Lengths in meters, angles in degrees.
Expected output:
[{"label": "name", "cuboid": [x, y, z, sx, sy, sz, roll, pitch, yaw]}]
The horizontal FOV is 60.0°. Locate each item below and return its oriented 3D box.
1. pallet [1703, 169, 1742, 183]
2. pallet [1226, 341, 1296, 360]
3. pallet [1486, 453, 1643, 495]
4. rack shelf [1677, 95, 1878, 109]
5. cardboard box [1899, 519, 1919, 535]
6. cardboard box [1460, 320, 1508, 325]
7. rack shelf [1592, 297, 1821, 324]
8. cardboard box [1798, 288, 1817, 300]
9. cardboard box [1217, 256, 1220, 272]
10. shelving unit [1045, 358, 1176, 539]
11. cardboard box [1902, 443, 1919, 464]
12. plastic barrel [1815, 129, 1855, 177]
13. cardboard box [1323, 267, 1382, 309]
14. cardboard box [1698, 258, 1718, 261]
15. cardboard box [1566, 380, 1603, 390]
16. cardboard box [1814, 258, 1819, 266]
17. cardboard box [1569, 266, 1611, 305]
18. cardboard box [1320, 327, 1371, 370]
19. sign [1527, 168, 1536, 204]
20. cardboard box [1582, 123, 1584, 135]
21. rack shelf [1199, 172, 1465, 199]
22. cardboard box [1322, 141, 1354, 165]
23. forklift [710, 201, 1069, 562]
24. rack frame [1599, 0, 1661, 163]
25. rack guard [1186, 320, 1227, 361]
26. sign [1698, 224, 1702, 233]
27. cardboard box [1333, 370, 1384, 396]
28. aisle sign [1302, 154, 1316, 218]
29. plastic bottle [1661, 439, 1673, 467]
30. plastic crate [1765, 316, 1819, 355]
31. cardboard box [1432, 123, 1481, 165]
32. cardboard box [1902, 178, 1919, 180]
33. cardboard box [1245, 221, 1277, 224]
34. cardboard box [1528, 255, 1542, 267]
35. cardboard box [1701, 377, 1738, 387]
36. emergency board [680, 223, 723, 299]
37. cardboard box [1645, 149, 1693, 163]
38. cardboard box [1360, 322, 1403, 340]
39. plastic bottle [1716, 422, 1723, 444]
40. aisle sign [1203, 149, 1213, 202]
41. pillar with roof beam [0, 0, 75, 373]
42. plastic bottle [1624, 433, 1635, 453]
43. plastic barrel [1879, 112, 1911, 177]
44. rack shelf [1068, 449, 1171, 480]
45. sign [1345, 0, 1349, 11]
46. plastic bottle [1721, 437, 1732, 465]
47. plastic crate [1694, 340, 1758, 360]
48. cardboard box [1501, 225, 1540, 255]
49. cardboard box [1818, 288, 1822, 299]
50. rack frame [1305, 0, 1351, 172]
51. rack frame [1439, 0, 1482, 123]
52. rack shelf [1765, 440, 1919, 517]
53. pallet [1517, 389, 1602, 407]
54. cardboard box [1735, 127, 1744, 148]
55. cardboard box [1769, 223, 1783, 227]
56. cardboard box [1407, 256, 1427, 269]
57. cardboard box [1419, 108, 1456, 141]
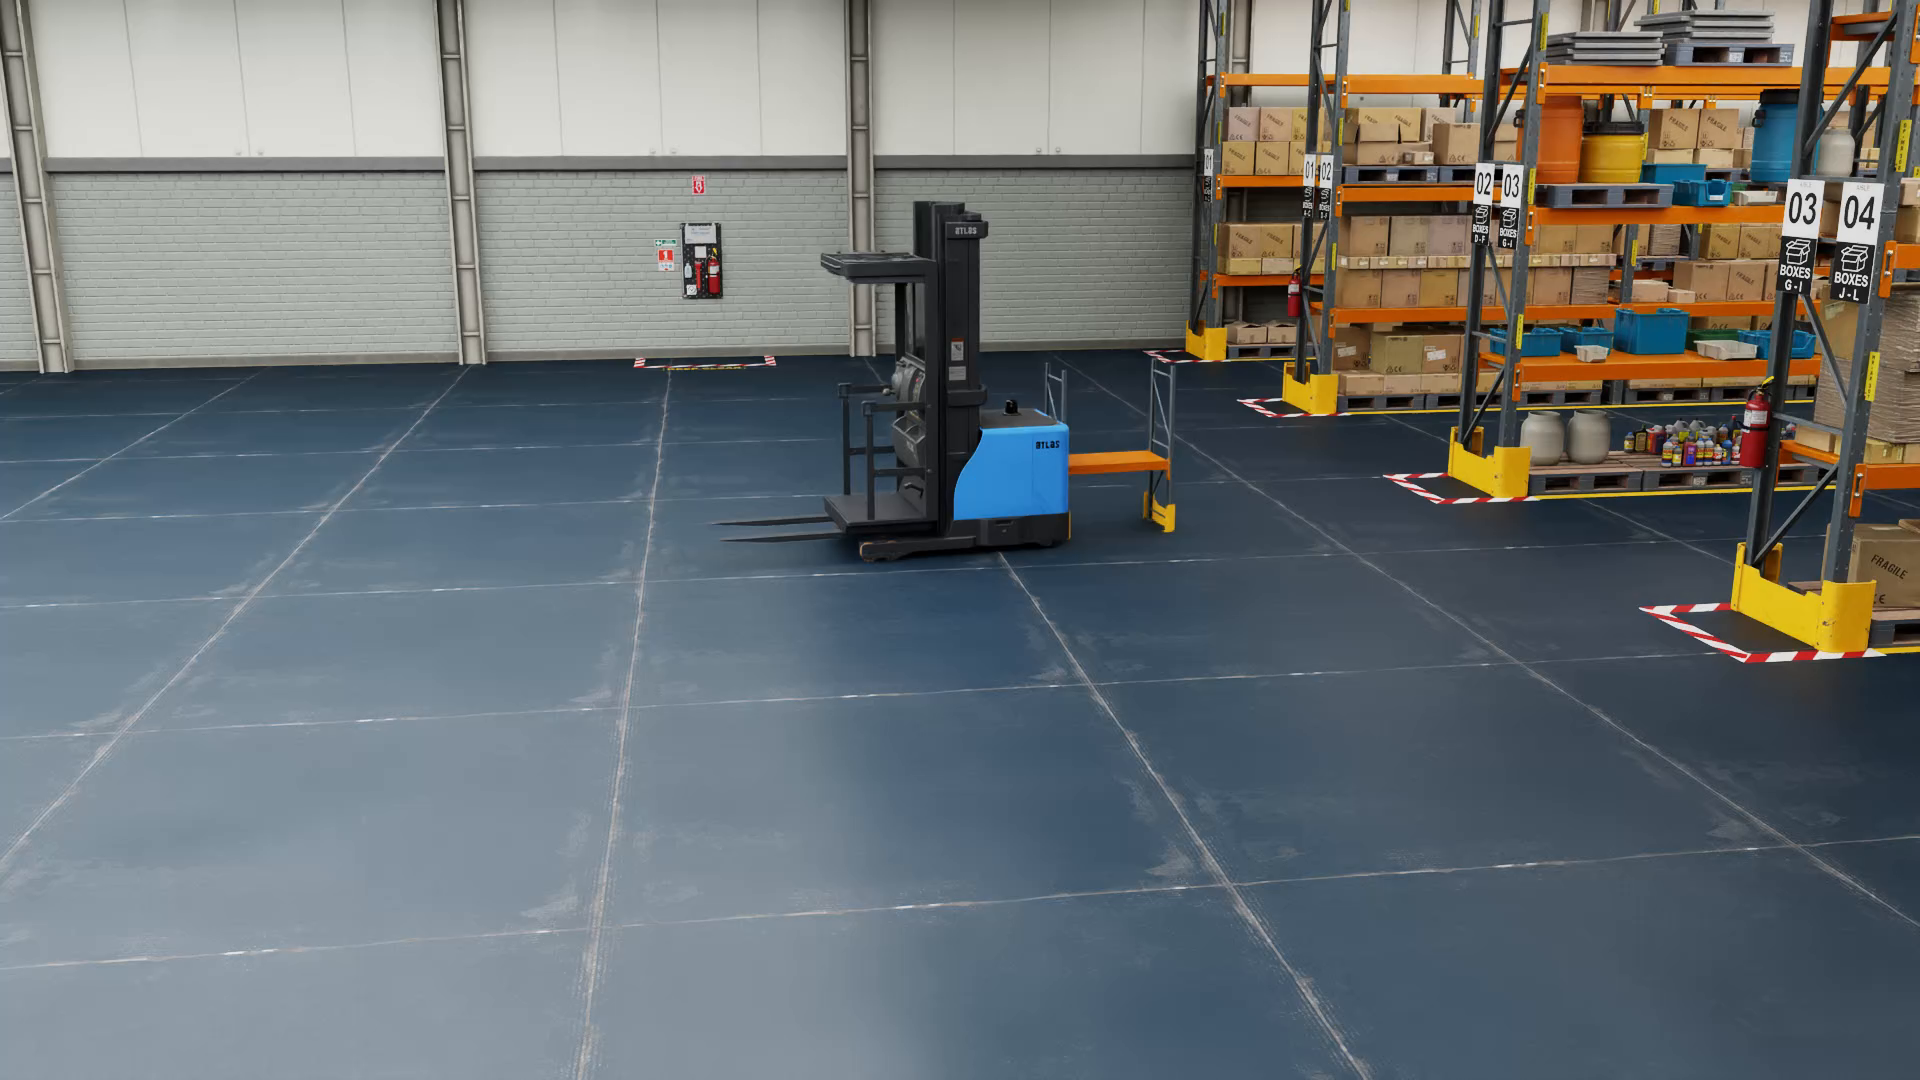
[{"label": "pallet", "cuboid": [9.389, -4.734, 21.659, 1.217, 0.209, 0.805, -3, 14, -11]}, {"label": "pallet", "cuboid": [4.705, -3.054, 26.467, 1.213, 0.211, 1.003, -2, 14, -8]}, {"label": "pallet", "cuboid": [6.169, -0.690, 17.039, 1.213, 0.211, 1.003, -2, 14, -8]}, {"label": "rack shelf", "cuboid": [13.710, -7.113, 26.885, 4.000, 0.370, 1.077, -2, 14, -8]}, {"label": "cardboard box", "cuboid": [7.241, 0.151, 12.227, 0.500, 0.500, 0.500, 2, 14, 6]}, {"label": "cardboard box", "cuboid": [8.502, -3.560, 26.984, 0.500, 0.500, 0.700, -2, 14, -6]}, {"label": "rack shelf", "cuboid": [10.496, -3.060, 22.237, 4.000, 0.370, 1.077, -2, 14, -8]}, {"label": "cardboard box", "cuboid": [11.221, -3.300, 22.231, 0.250, 0.149, 0.380, -1, 14, -4]}, {"label": "cardboard box", "cuboid": [4.255, -4.384, 26.303, 0.500, 0.250, 0.500, -2, 14, -7]}, {"label": "shelving unit", "cuboid": [1.345, -0.836, 14.973, 1.083, 1.500, 0.587, -4, 15, -15]}, {"label": "cardboard box", "cuboid": [6.602, -0.644, 11.641, 0.250, 0.149, 0.380, -2, 14, -8]}, {"label": "plastic barrel", "cuboid": [8.797, -3.890, 16.806, 0.421, 0.512, 0.421, 0, 14, 0]}, {"label": "cardboard box", "cuboid": [5.026, -3.254, 21.326, 0.500, 0.500, 0.700, -2, 14, -8]}, {"label": "cardboard box", "cuboid": [12.092, -4.517, 27.043, 0.250, 0.149, 0.380, -2, 14, -9]}, {"label": "cardboard box", "cuboid": [8.092, -2.137, 21.868, 0.500, 0.250, 0.500, -2, 14, -8]}, {"label": "cardboard box", "cuboid": [13.868, -4.583, 27.306, 0.250, 0.149, 0.380, -2, 14, -7]}, {"label": "cardboard box", "cuboid": [8.080, -3.368, 21.778, 0.500, 0.500, 0.700, -2, 14, -10]}, {"label": "cardboard box", "cuboid": [5.049, -2.517, 21.838, 0.500, 0.500, 0.500, -2, 14, -8]}, {"label": "sign", "cuboid": [5.375, -3.327, 15.637, 0.005, 0.325, 0.100, -2, 14, -8]}, {"label": "cardboard box", "cuboid": [7.981, -5.157, 21.596, 0.500, 0.500, 0.500, -1, 14, -4]}, {"label": "rack shelf", "cuboid": [5.799, -5.562, 26.045, 4.000, 0.370, 1.077, -2, 14, -8]}, {"label": "cardboard box", "cuboid": [5.765, -5.904, 25.683, 0.500, 0.500, 0.500, -1, 14, -5]}, {"label": "forklift", "cuboid": [-0.624, -1.380, 14.198, 3.031, 2.935, 1.130, -4, 15, -15]}, {"label": "rack frame", "cuboid": [8.518, -6.247, 21.131, 0.127, 3.000, 1.000, -2, 14, -8]}, {"label": "rack guard", "cuboid": [3.896, -3.174, 26.349, 0.348, 0.500, 1.175, -2, 14, -8]}, {"label": "sign", "cuboid": [11.822, -5.066, 26.539, 0.005, 0.325, 0.100, -2, 14, -8]}, {"label": "cardboard box", "cuboid": [5.126, -2.028, 21.430, 0.500, 0.250, 0.500, -2, 14, -8]}, {"label": "aisle sign", "cuboid": [4.454, -4.521, 21.239, 0.004, 0.787, 0.394, -2, 14, -8]}, {"label": "plastic bottle", "cuboid": [7.136, -0.881, 16.773, 0.097, 0.271, 0.097, 0, 14, 0]}, {"label": "plastic crate", "cuboid": [8.716, -2.127, 17.163, 0.504, 0.338, 0.767, -2, 14, -8]}, {"label": "cardboard box", "cuboid": [6.246, -4.961, 20.815, 0.500, 0.500, 0.500, -2, 14, -8]}, {"label": "cardboard box", "cuboid": [6.792, -2.487, 11.795, 0.250, 0.149, 0.380, -3, 14, -11]}, {"label": "cardboard box", "cuboid": [4.755, -4.768, 26.293, 0.500, 0.500, 0.500, -2, 14, -8]}, {"label": "cardboard box", "cuboid": [7.275, -3.602, 21.380, 0.250, 0.149, 0.380, -2, 14, -9]}, {"label": "cardboard box", "cuboid": [9.971, -2.199, 22.115, 0.500, 0.250, 0.500, -3, 14, -10]}, {"label": "emergency board", "cuboid": [-3.998, -4.319, 25.777, 0.643, 1.169, 0.194, -2, 14, -8]}, {"label": "cardboard box", "cuboid": [9.129, -4.943, 21.543, 0.500, 0.250, 0.500, -1, 14, -2]}, {"label": "cardboard box", "cuboid": [6.756, -3.482, 26.674, 0.500, 0.500, 0.500, -3, 14, -13]}, {"label": "plastic bottle", "cuboid": [8.036, -1.109, 17.656, 0.133, 0.283, 0.061, -1, 14, -6]}, {"label": "aisle sign", "cuboid": [3.795, -5.569, 25.419, 0.004, 0.787, 0.394, -2, 14, -8]}, {"label": "pillar with roof beam", "cuboid": [-12.773, -5.839, 19.504, 0.400, 9.000, 9.100, -2, 14, -8]}, {"label": "plastic bottle", "cuboid": [7.048, -1.028, 17.504, 0.097, 0.201, 0.097, 0, 14, 0]}, {"label": "plastic barrel", "cuboid": [9.723, -3.914, 16.965, 0.708, 0.901, 0.600, -2, 14, -8]}, {"label": "rack shelf", "cuboid": [1.336, -0.661, 15.014, 1.000, 0.185, 0.538, -4, 15, -15]}, {"label": "sign", "cuboid": [4.639, -6.498, 19.887, 0.005, 0.325, 0.100, -2, 14, -8]}, {"label": "plastic bottle", "cuboid": [7.775, -0.904, 16.866, 0.097, 0.271, 0.097, 0, 14, 0]}, {"label": "plastic crate", "cuboid": [7.685, -1.898, 16.664, 0.437, 0.136, 0.530, -2, 14, -8]}, {"label": "cardboard box", "cuboid": [7.086, -3.960, 21.475, 0.500, 0.500, 0.700, -2, 14, -8]}, {"label": "cardboard box", "cuboid": [11.625, -3.261, 22.074, 0.250, 0.149, 0.380, -2, 14, -8]}, {"label": "rack frame", "cuboid": [4.563, -6.102, 20.553, 0.127, 3.000, 1.000, -2, 14, -8]}, {"label": "rack frame", "cuboid": [7.777, -7.438, 25.882, 0.127, 3.000, 1.000, -2, 14, -8]}, {"label": "rack shelf", "cuboid": [8.013, -0.532, 12.157, 4.000, 0.370, 1.077, -2, 14, -8]}, {"label": "pallet", "cuboid": [7.726, -1.966, 22.125, 1.213, 0.211, 1.003, -2, 14, -8]}, {"label": "cardboard box", "cuboid": [12.194, -6.421, 26.883, 0.500, 0.500, 0.700, -3, 14, -13]}, {"label": "cardboard box", "cuboid": [13.244, -5.233, 27.020, 0.500, 0.250, 0.500, -2, 14, -8]}, {"label": "cardboard box", "cuboid": [5.740, -3.545, 21.152, 0.250, 0.149, 0.380, -2, 14, -9]}, {"label": "cardboard box", "cuboid": [7.322, -6.443, 25.778, 0.500, 0.500, 0.500, -3, 14, -13]}]
